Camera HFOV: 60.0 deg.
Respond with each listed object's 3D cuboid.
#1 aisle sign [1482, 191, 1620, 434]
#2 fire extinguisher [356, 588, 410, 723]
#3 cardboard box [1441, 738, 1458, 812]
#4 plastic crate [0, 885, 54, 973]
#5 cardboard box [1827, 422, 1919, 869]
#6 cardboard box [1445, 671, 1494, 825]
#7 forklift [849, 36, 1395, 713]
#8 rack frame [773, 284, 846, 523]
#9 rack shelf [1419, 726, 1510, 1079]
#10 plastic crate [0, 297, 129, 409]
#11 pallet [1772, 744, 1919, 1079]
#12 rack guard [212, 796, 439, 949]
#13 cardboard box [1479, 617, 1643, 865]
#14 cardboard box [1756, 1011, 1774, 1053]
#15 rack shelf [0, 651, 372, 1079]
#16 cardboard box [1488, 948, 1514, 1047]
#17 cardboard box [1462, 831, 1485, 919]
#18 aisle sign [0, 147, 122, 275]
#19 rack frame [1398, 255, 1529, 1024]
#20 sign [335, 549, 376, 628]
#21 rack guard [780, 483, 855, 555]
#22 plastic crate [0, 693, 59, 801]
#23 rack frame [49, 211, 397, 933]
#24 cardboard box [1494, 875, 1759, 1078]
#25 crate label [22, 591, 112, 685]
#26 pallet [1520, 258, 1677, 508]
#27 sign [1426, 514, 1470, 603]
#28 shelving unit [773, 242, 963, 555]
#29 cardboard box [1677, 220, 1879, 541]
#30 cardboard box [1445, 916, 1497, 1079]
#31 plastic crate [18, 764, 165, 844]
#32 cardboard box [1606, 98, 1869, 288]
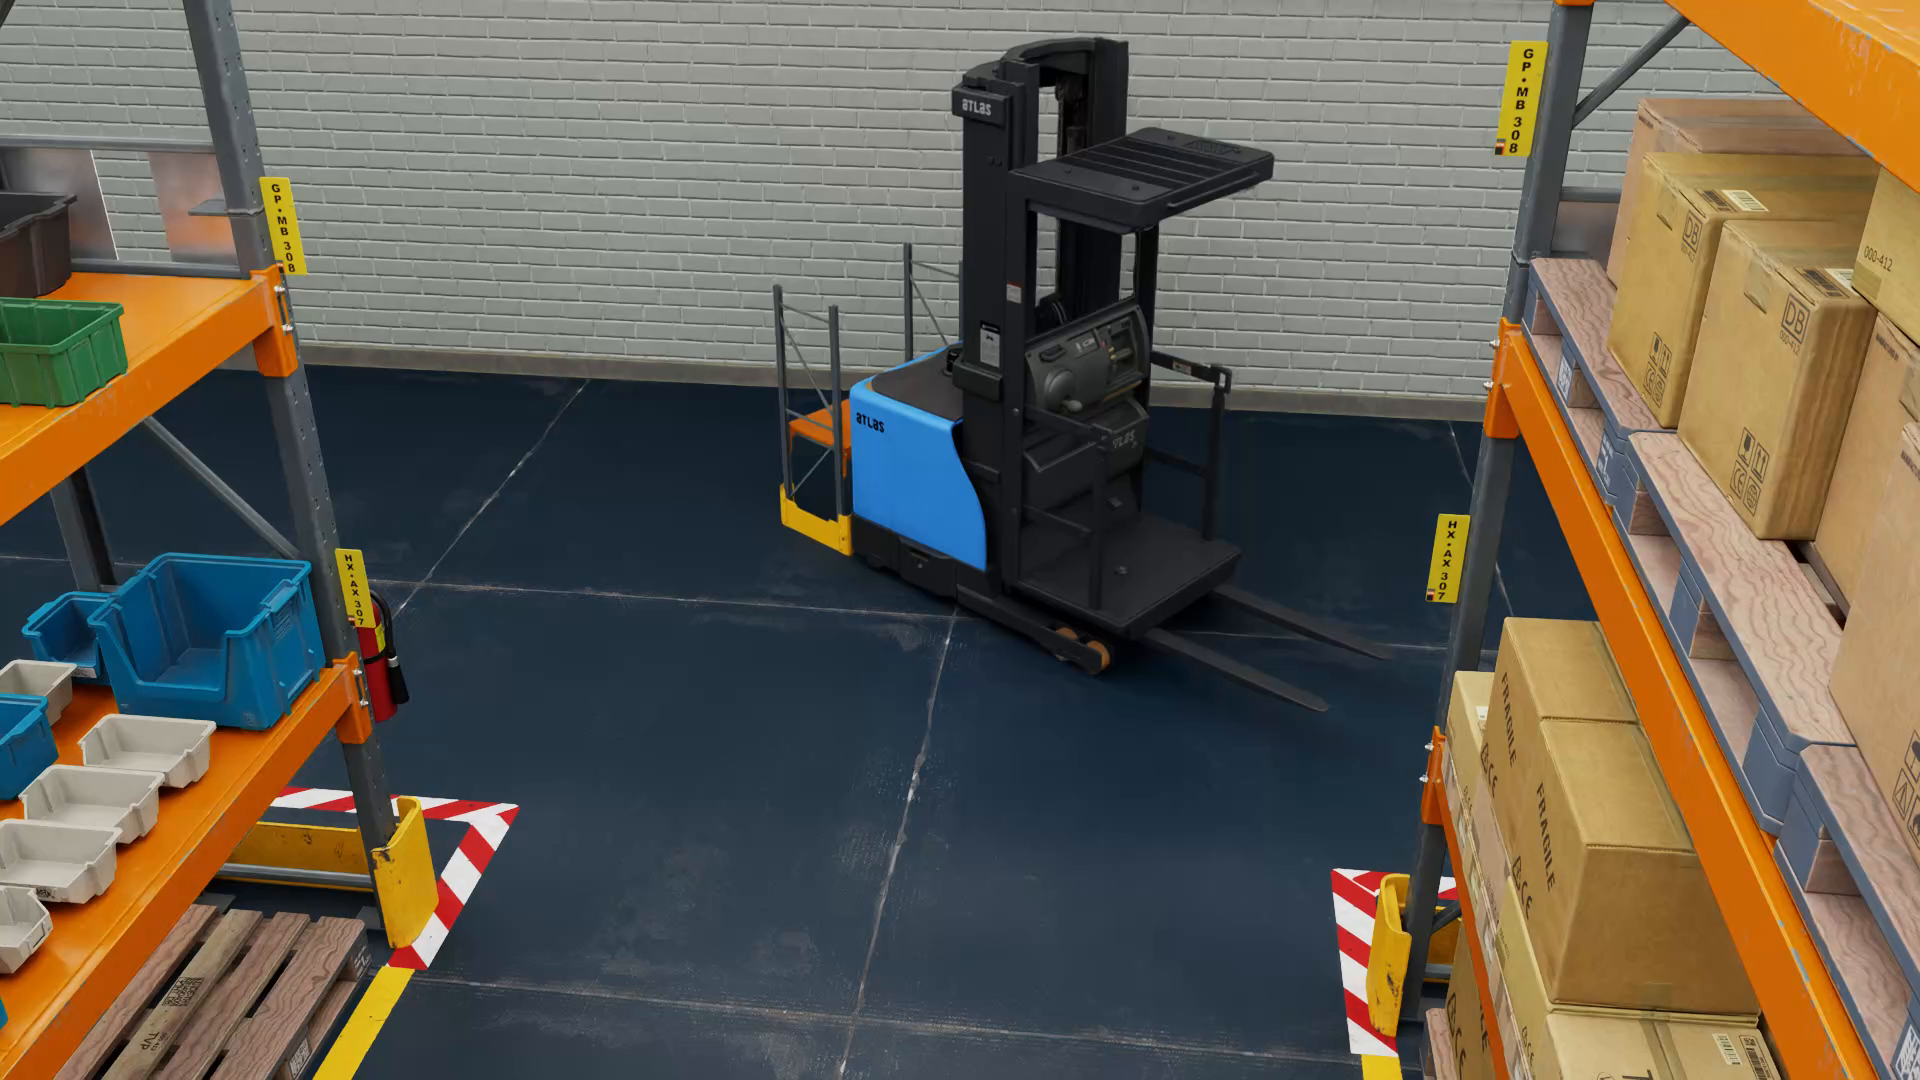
[{"bbox_3d":[1.867,-0.682,5.113,0.394,0.787,0.004,3,28,6],"label":"aisle sign"},{"bbox_3d":[-2.290,0.379,6.358,0.296,0.674,0.183,3,28,6],"label":"fire extinguisher"},{"bbox_3d":[1.785,0.772,5.419,0.380,0.149,0.250,4,29,7],"label":"cardboard box"},{"bbox_3d":[-2.758,1.118,4.726,0.298,0.136,0.250,3,28,6],"label":"plastic crate"},{"bbox_3d":[1.772,0.178,2.440,0.700,0.500,0.500,5,29,9],"label":"cardboard box"},{"bbox_3d":[1.829,0.659,5.209,0.500,0.250,0.500,3,28,5],"label":"cardboard box"},{"bbox_3d":[0.810,-0.887,8.306,3.031,2.935,1.130,23,36,36],"label":"forklift"},{"bbox_3d":[-0.846,-0.672,9.417,0.500,1.500,0.032,24,37,37],"label":"rack frame"},{"bbox_3d":[1.911,1.772,4.057,1.077,0.370,4.000,3,28,6],"label":"rack shelf"},{"bbox_3d":[-2.597,-0.521,4.614,0.450,0.188,0.336,3,28,6],"label":"plastic crate"},{"bbox_3d":[1.776,0.731,2.162,1.003,0.211,1.213,3,28,6],"label":"pallet"},{"bbox_3d":[-2.770,1.314,6.783,1.175,0.500,0.348,3,28,6],"label":"rack guard"},{"bbox_3d":[1.768,0.564,4.594,0.500,0.500,0.500,3,28,5],"label":"cardboard box"},{"bbox_3d":[2.235,1.171,4.259,0.500,0.250,0.500,2,28,4],"label":"cardboard box"},{"bbox_3d":[-3.005,1.484,4.591,1.077,0.370,4.000,3,28,6],"label":"rack shelf"},{"bbox_3d":[1.661,1.256,4.521,0.380,0.149,0.250,3,28,5],"label":"cardboard box"},{"bbox_3d":[1.724,1.014,4.971,0.380,0.149,0.250,3,28,5],"label":"cardboard box"},{"bbox_3d":[-3.046,-0.970,5.647,0.394,0.787,0.004,3,28,6],"label":"aisle sign"},{"bbox_3d":[2.156,0.514,5.634,1.000,3.000,0.127,3,28,6],"label":"rack frame"},{"bbox_3d":[-2.212,0.178,6.084,0.100,0.325,0.005,3,28,6],"label":"sign"},{"bbox_3d":[-0.832,-0.129,9.726,0.587,0.250,0.087,24,37,37],"label":"rack guard"},{"bbox_3d":[-3.197,0.680,5.438,0.416,0.233,0.300,3,28,6],"label":"plastic crate"},{"bbox_3d":[-2.760,0.226,6.168,1.000,3.000,0.127,3,28,6],"label":"rack frame"},{"bbox_3d":[1.707,1.140,4.315,0.500,0.250,0.500,2,28,4],"label":"cardboard box"},{"bbox_3d":[-3.117,0.370,6.014,0.416,0.233,0.303,3,28,6],"label":"crate label"},{"bbox_3d":[2.075,-0.418,4.294,1.003,0.211,1.213,3,28,6],"label":"pallet"},{"bbox_3d":[1.606,0.063,5.475,0.100,0.325,0.005,3,28,6],"label":"sign"},{"bbox_3d":[-0.489,-0.850,9.747,0.587,1.500,1.083,24,37,37],"label":"shelving unit"},{"bbox_3d":[1.941,-0.328,3.380,0.700,0.500,0.500,1,28,3],"label":"cardboard box"},{"bbox_3d":[2.157,1.570,5.470,0.875,0.875,0.875,3,28,6],"label":"cardboard box"},{"bbox_3d":[-2.730,0.845,5.233,0.396,0.136,0.243,3,28,6],"label":"plastic crate"},{"bbox_3d":[2.145,-0.832,4.315,0.700,0.500,0.500,2,28,3],"label":"cardboard box"}]
